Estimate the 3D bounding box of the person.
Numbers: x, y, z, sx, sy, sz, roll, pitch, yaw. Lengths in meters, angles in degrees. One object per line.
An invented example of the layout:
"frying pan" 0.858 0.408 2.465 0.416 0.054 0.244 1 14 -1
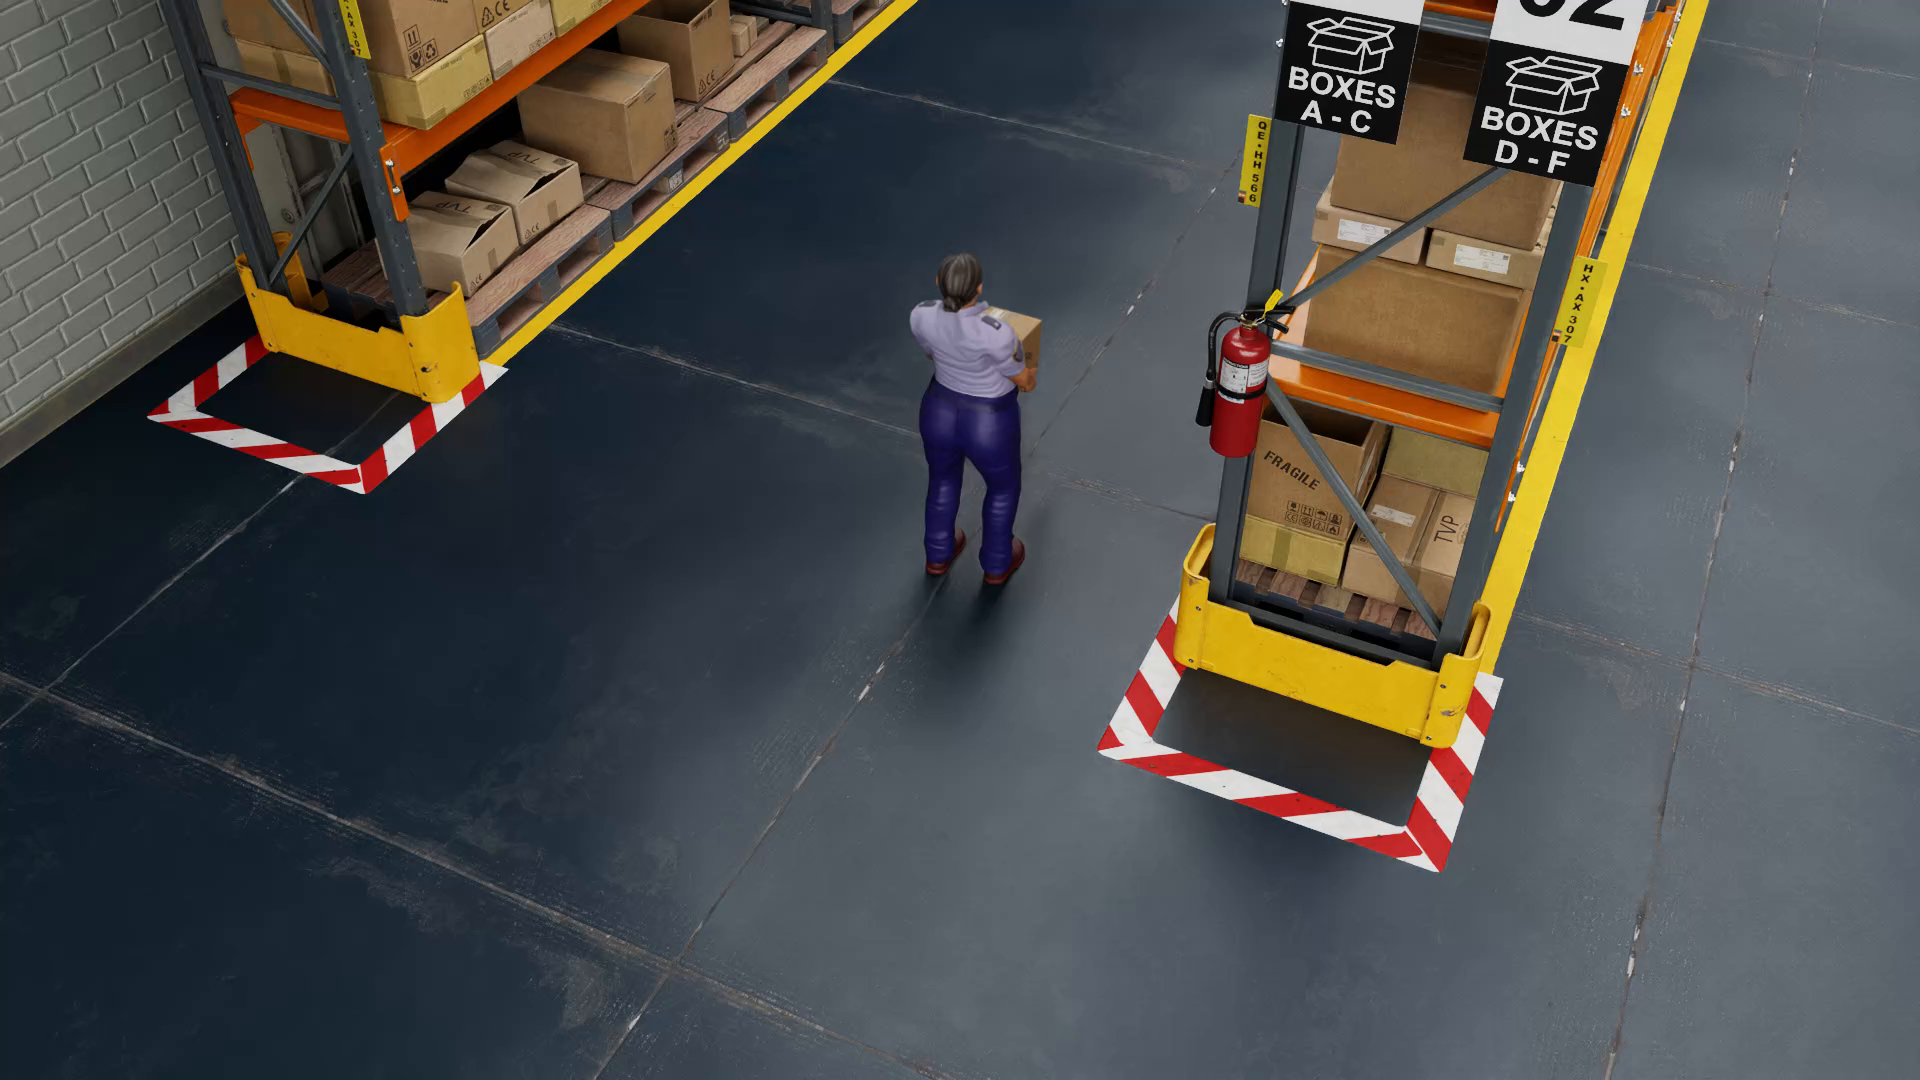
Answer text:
"person" 0.075 -0.528 6.762 0.453 1.636 0.524 18 45 19
